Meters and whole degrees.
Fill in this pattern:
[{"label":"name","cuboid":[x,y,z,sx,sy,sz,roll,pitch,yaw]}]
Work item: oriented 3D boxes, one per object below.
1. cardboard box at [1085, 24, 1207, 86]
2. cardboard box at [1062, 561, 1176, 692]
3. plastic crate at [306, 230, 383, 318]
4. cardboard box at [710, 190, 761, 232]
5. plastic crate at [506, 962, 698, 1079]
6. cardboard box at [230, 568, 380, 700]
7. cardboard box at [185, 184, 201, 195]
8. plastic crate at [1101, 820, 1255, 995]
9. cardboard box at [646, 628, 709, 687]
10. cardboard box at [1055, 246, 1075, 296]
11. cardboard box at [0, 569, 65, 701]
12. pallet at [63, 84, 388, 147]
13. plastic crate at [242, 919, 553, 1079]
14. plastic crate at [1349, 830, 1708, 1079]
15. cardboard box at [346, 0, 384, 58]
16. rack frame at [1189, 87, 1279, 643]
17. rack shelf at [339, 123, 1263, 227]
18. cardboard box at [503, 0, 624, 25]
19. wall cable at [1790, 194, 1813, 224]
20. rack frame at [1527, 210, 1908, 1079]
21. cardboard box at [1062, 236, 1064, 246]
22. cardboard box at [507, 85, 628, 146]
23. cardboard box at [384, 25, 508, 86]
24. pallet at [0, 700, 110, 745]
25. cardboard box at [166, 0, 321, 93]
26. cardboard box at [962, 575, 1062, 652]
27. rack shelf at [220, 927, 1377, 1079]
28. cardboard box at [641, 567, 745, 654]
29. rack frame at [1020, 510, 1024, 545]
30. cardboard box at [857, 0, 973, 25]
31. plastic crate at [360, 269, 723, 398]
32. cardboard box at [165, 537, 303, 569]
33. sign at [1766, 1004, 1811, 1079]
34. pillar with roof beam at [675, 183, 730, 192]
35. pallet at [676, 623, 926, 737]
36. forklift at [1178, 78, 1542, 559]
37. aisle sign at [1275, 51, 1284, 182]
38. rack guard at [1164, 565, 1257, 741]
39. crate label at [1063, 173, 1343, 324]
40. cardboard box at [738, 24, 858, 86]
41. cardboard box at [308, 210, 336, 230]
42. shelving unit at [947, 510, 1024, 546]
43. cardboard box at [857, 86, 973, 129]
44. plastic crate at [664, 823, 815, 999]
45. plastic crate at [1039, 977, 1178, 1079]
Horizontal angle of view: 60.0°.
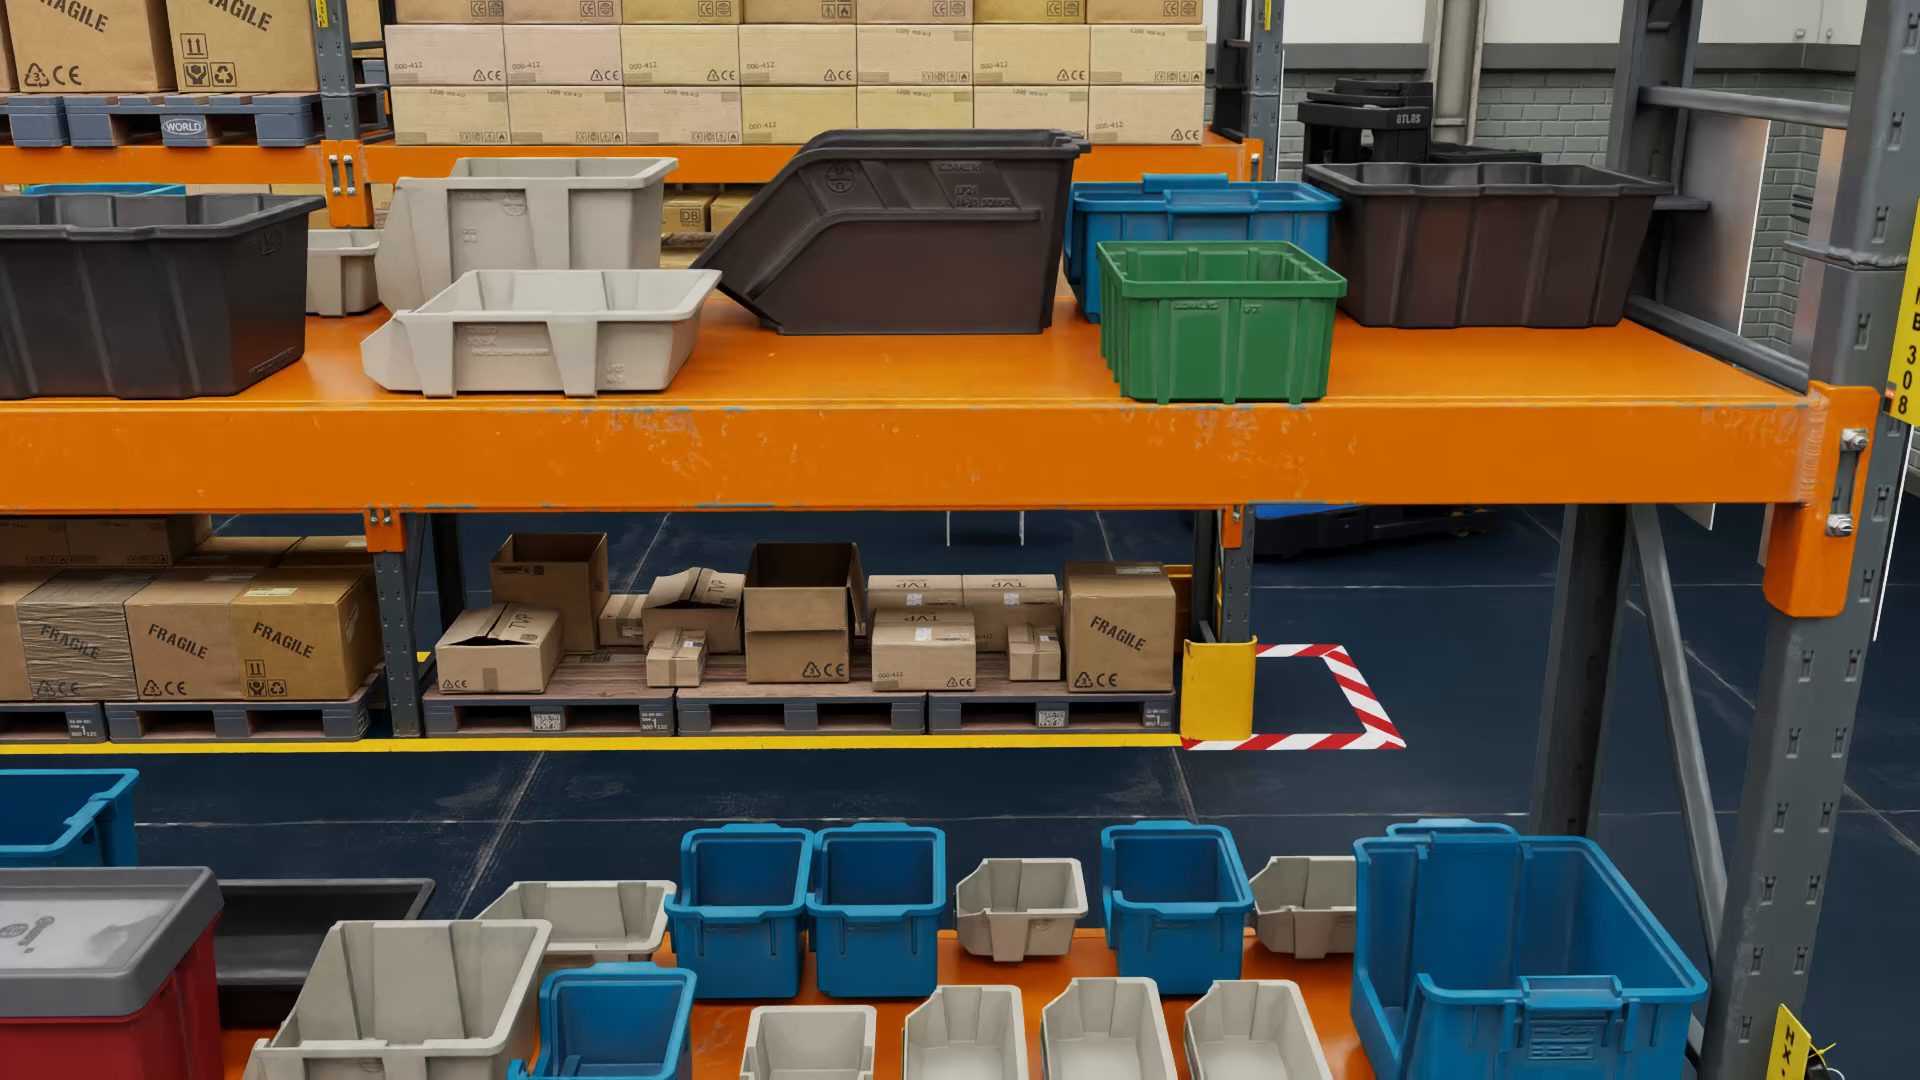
[{"label":"cardboard box","cuboid":[0.803,-2.152,7.363,0.500,0.250,0.500,0,18,-1]},{"label":"cardboard box","cuboid":[0.773,0.421,8.197,0.500,0.500,0.500,0,18,-1]},{"label":"plastic crate","cuboid":[-1.347,-0.531,3.312,0.466,0.136,0.293,0,18,-1]},{"label":"cardboard box","cuboid":[-1.496,-2.274,12.734,0.700,0.700,0.980,-1,18,-2]},{"label":"plastic crate","cuboid":[-0.662,1.014,3.150,0.300,0.233,0.416,0,18,-1]},{"label":"cardboard box","cuboid":[-3.176,0.452,8.099,0.500,0.500,0.500,0,18,-1]},{"label":"cardboard box","cuboid":[-5.773,-2.594,12.313,0.500,0.250,0.500,-1,18,-2]},{"label":"plastic crate","cuboid":[0.477,0.830,3.725,0.300,0.233,0.416,0,18,-1]},{"label":"cardboard box","cuboid":[-1.399,0.578,8.253,0.250,0.166,0.380,0,18,-1]},{"label":"cardboard box","cuboid":[0.367,-1.073,7.680,0.500,0.500,0.500,0,18,1]},{"label":"cardboard box","cuboid":[-4.680,0.457,8.083,0.500,0.500,0.500,-1,18,-3]},{"label":"pallet","cuboid":[-3.340,-1.976,7.693,1.003,0.211,1.213,0,18,-1]},{"label":"plastic crate","cuboid":[-1.083,0.971,3.205,0.530,0.282,0.437,0,18,-1]},{"label":"plastic crate","cuboid":[1.055,0.888,3.212,0.499,0.435,0.616,0,18,-1]},{"label":"cardboard box","cuboid":[-4.206,-3.824,12.262,0.500,0.500,0.700,-1,18,-2]},{"label":"rack frame","cuboid":[1.312,-0.638,8.125,0.127,3.000,1.000,0,18,-1]},{"label":"rack shelf","cuboid":[-0.687,-1.714,7.747,4.000,0.370,1.077,0,18,-1]},{"label":"cardboard box","cuboid":[-1.699,-2.544,7.355,0.500,0.500,0.700,0,18,-1]},{"label":"wall cable","cuboid":[6.891,-3.447,12.144,0.112,2.526,3.097,0,18,-1]},{"label":"rack frame","cuboid":[1.387,0.875,3.409,0.127,3.000,1.000,0,18,-1]},{"label":"cardboard box","cuboid":[0.342,-1.235,8.186,0.500,0.500,0.500,0,18,0]},{"label":"cardboard box","cuboid":[-1.697,-1.903,7.405,0.500,0.250,0.500,0,18,-1]},{"label":"cardboard box","cuboid":[-2.197,-2.140,7.324,0.500,0.250,0.500,0,18,-1]},{"label":"pallet","cuboid":[-4.723,0.732,8.422,1.213,0.211,1.003,0,18,-1]},{"label":"cardboard box","cuboid":[-3.192,-2.362,7.575,0.600,0.600,0.600,-2,18,-6]},{"label":"cardboard box","cuboid":[0.264,0.380,8.732,0.500,0.250,0.500,0,18,-1]},{"label":"rack shelf","cuboid":[-0.613,1.227,3.489,4.000,0.370,1.077,0,18,-1]},{"label":"cardboard box","cuboid":[-1.372,0.359,8.698,0.500,0.311,0.500,0,18,-1]},{"label":"rack frame","cuboid":[0.409,-0.573,10.870,0.015,1.200,0.240,0,18,-1]},{"label":"cardboard box","cuboid":[-0.200,-2.571,7.439,0.500,0.500,0.700,0,18,-1]},{"label":"plastic crate","cuboid":[-0.675,-0.342,2.724,0.530,0.136,0.437,0,18,-1]},{"label":"cardboard box","cuboid":[-3.708,0.296,8.586,0.500,0.500,0.500,0,18,0]},{"label":"sign","cuboid":[1.412,0.965,2.861,0.005,0.325,0.100,0,18,-1]},{"label":"pillar with roof beam","cuboid":[-2.015,-3.941,8.600,0.400,9.000,9.100,0,18,-1]},{"label":"pallet","cuboid":[-0.777,0.700,8.521,1.213,0.211,1.003,0,18,-1]},{"label":"forklift","cuboid":[3.052,-1.553,11.091,3.031,2.935,1.130,-8,19,-23]},{"label":"aisle sign","cuboid":[1.386,-1.782,7.437,0.004,0.787,0.394,0,18,-1]},{"label":"rack guard","cuboid":[1.236,0.553,8.506,0.348,0.500,1.175,0,18,-1]},{"label":"crate label","cuboid":[0.459,-0.577,3.267,0.502,0.251,0.408,0,18,-1]},{"label":"cardboard box","cuboid":[-0.697,-2.144,7.337,0.500,0.250,0.500,0,18,-1]},{"label":"cardboard box","cuboid":[-4.738,-2.242,12.442,0.500,0.500,0.500,0,18,1]},{"label":"shelving unit","cuboid":[0.165,-0.572,10.867,0.503,1.200,0.258,0,18,-1]},{"label":"cardboard box","cuboid":[-0.197,-1.906,7.414,0.500,0.250,0.500,0,18,-1]},{"label":"plastic crate","cuboid":[-0.482,0.835,3.711,0.300,0.233,0.416,0,18,-1]},{"label":"plastic crate","cuboid":[0.284,1.028,3.265,0.243,0.136,0.396,0,18,-1]}]
